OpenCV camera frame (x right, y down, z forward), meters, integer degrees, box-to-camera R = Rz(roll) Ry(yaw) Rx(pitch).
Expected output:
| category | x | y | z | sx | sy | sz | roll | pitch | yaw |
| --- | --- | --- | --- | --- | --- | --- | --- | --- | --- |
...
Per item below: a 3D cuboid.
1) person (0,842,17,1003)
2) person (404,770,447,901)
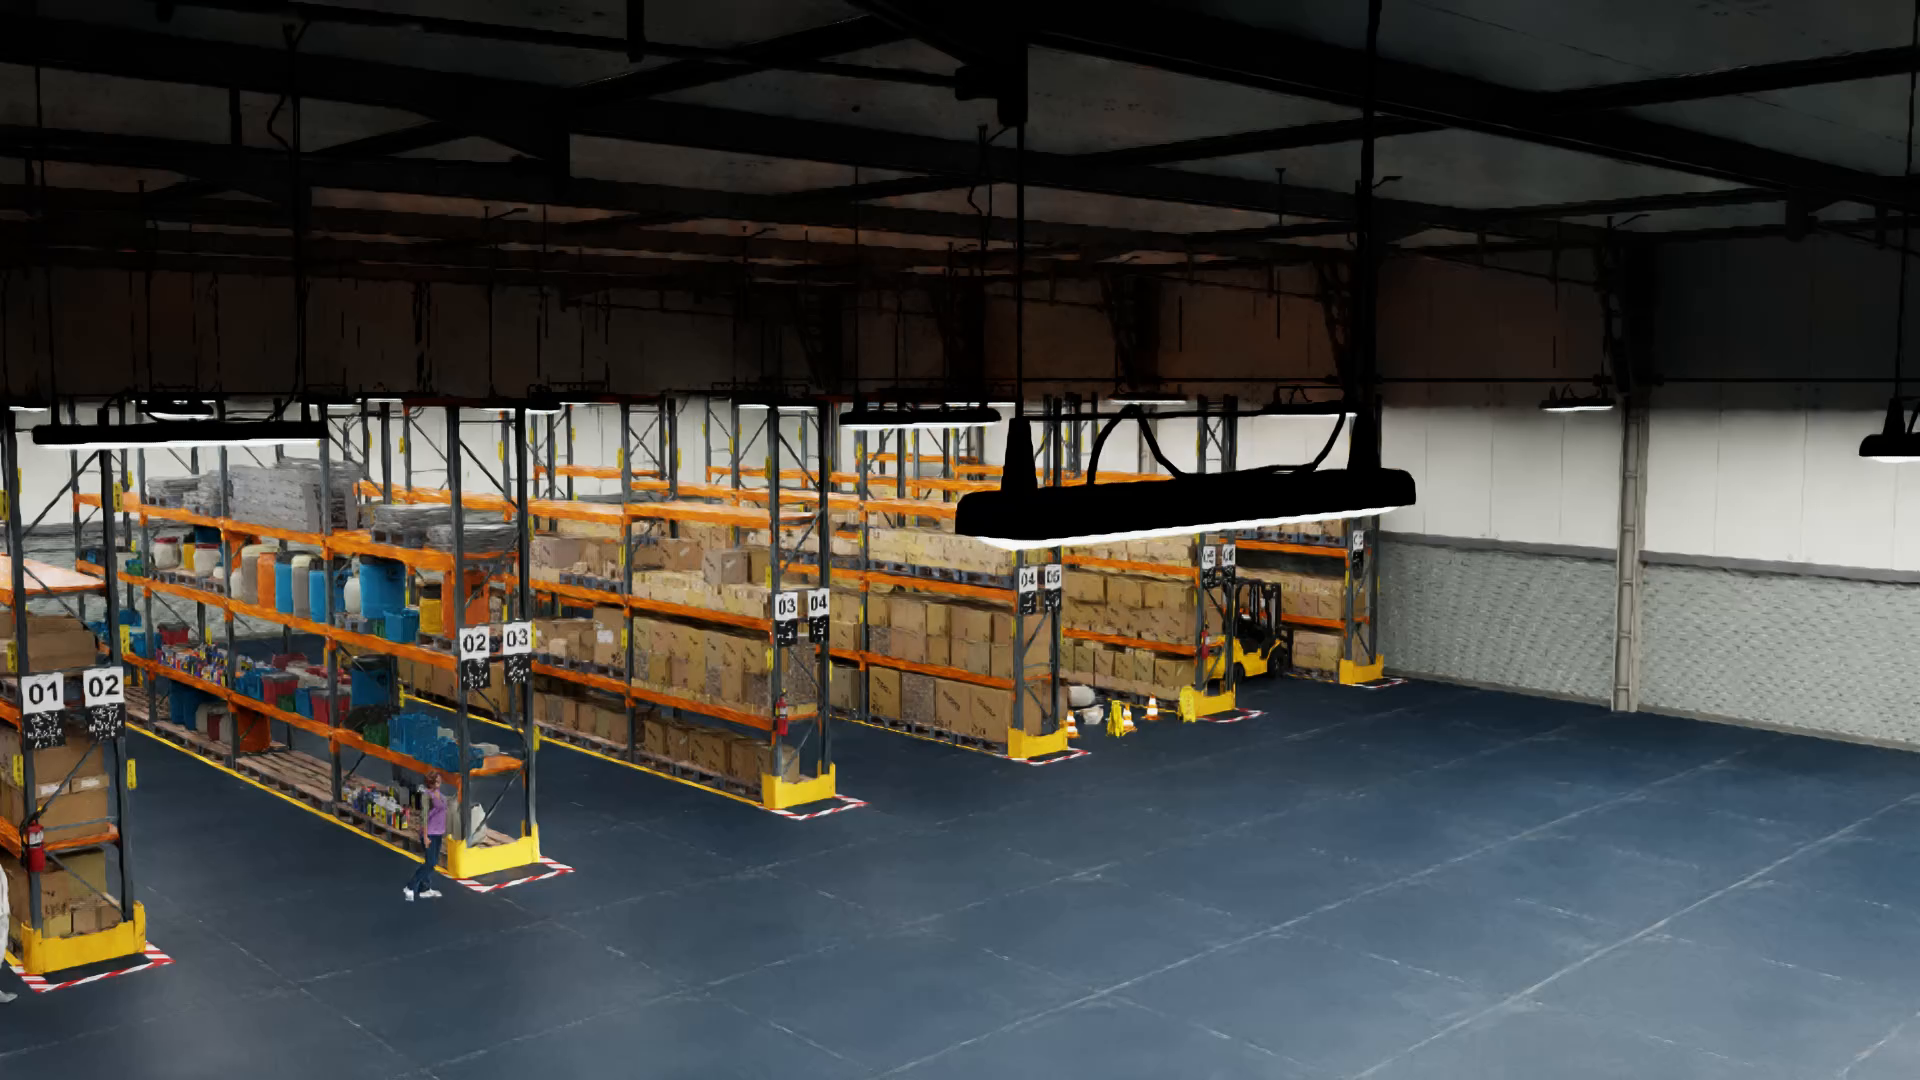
| category | x | y | z | sx | sy | sz | roll | pitch | yaw |
| --- | --- | --- | --- | --- | --- | --- | --- | --- | --- |
| person | -9.869 | 3.838 | 16.670 | 0.500 | 1.783 | 0.722 | 0 | 6 | 3 |
| person | -6.493 | 3.592 | 20.165 | 0.457 | 1.573 | 0.563 | 0 | 6 | 5 |
